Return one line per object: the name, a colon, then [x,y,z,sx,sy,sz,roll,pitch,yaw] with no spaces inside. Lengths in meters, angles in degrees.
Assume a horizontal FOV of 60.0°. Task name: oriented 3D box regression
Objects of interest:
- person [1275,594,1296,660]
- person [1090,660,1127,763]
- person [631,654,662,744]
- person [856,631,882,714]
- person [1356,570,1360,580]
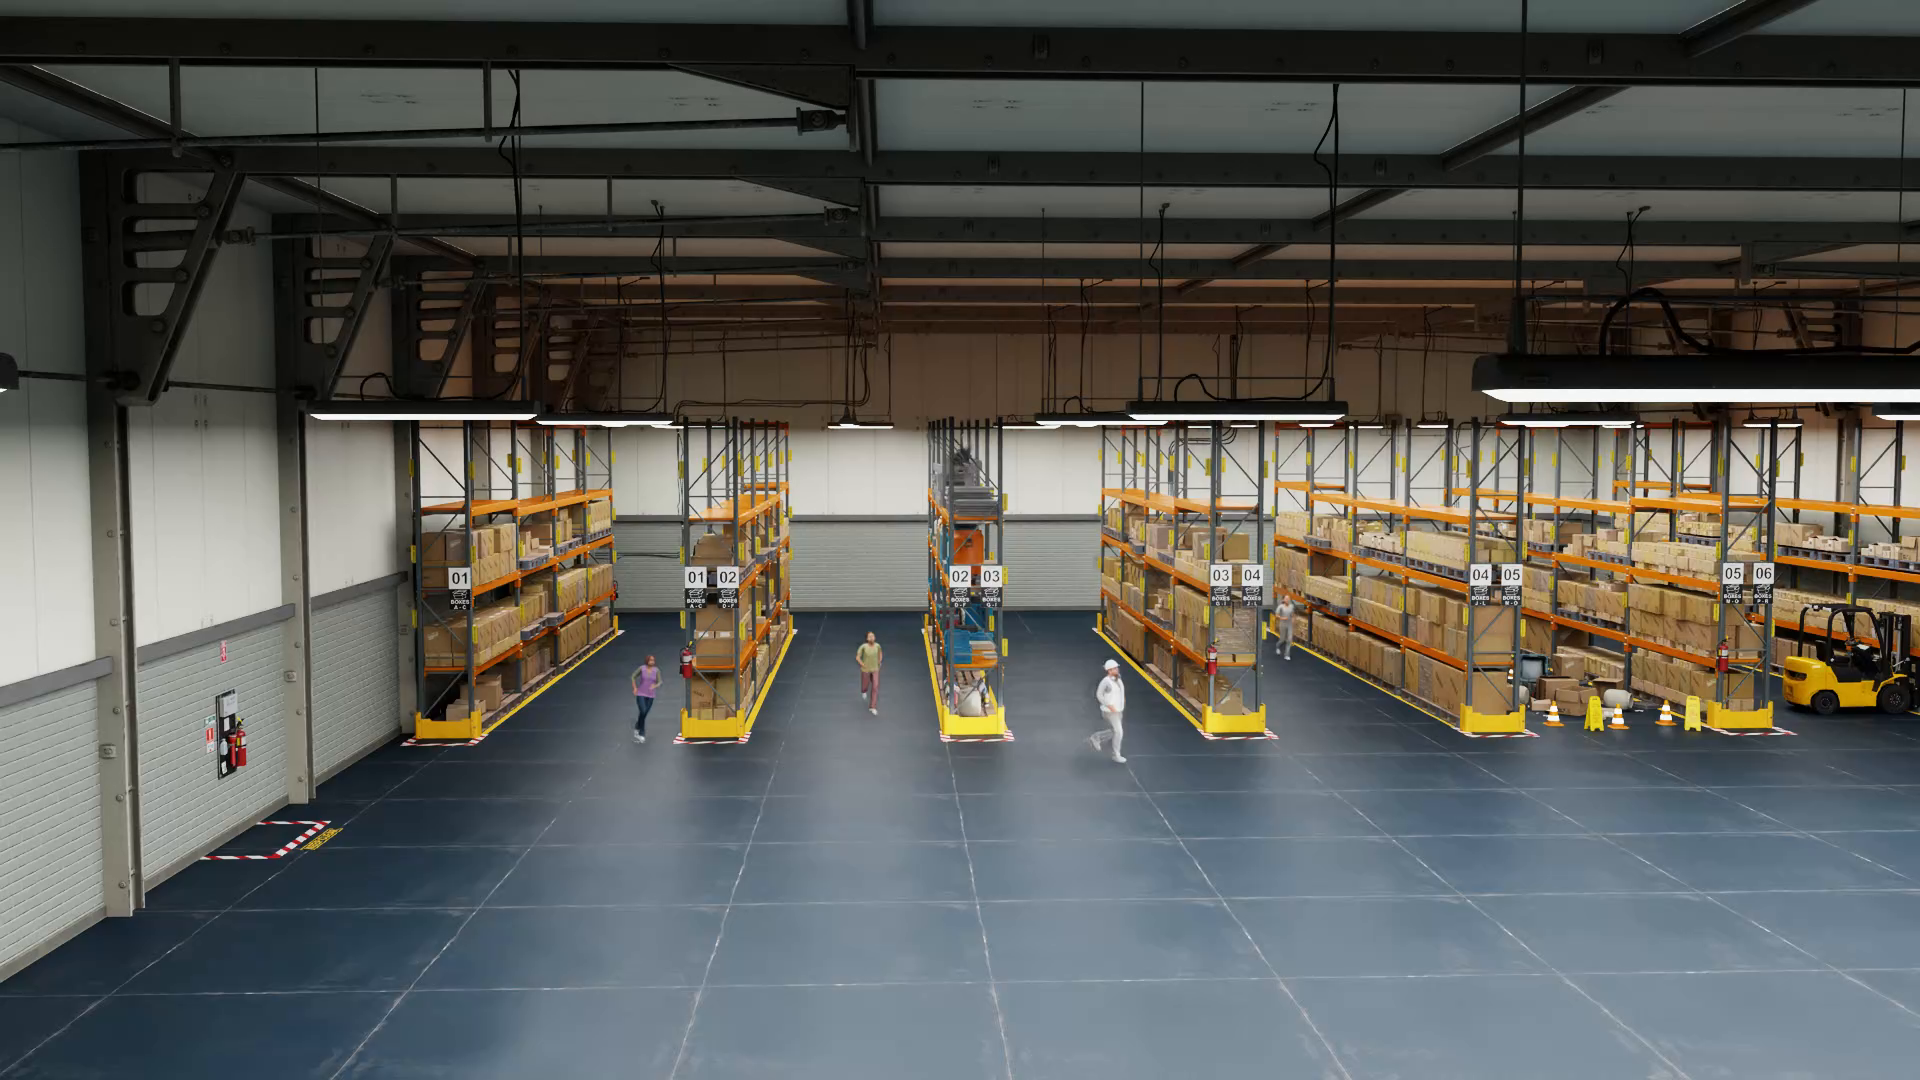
person: [8.181,2.170,41.806,0.570,1.641,0.772,-1,4,-10]
person: [2.585,2.956,28.939,0.751,1.767,0.658,3,5,35]
person: [-5.802,2.923,30.845,0.525,1.617,0.700,-2,4,-30]
person: [-1.852,2.697,34.130,0.557,1.656,1.032,-1,4,-10]
person: [11.669,1.684,48.886,0.881,1.696,0.549,-1,4,-10]
